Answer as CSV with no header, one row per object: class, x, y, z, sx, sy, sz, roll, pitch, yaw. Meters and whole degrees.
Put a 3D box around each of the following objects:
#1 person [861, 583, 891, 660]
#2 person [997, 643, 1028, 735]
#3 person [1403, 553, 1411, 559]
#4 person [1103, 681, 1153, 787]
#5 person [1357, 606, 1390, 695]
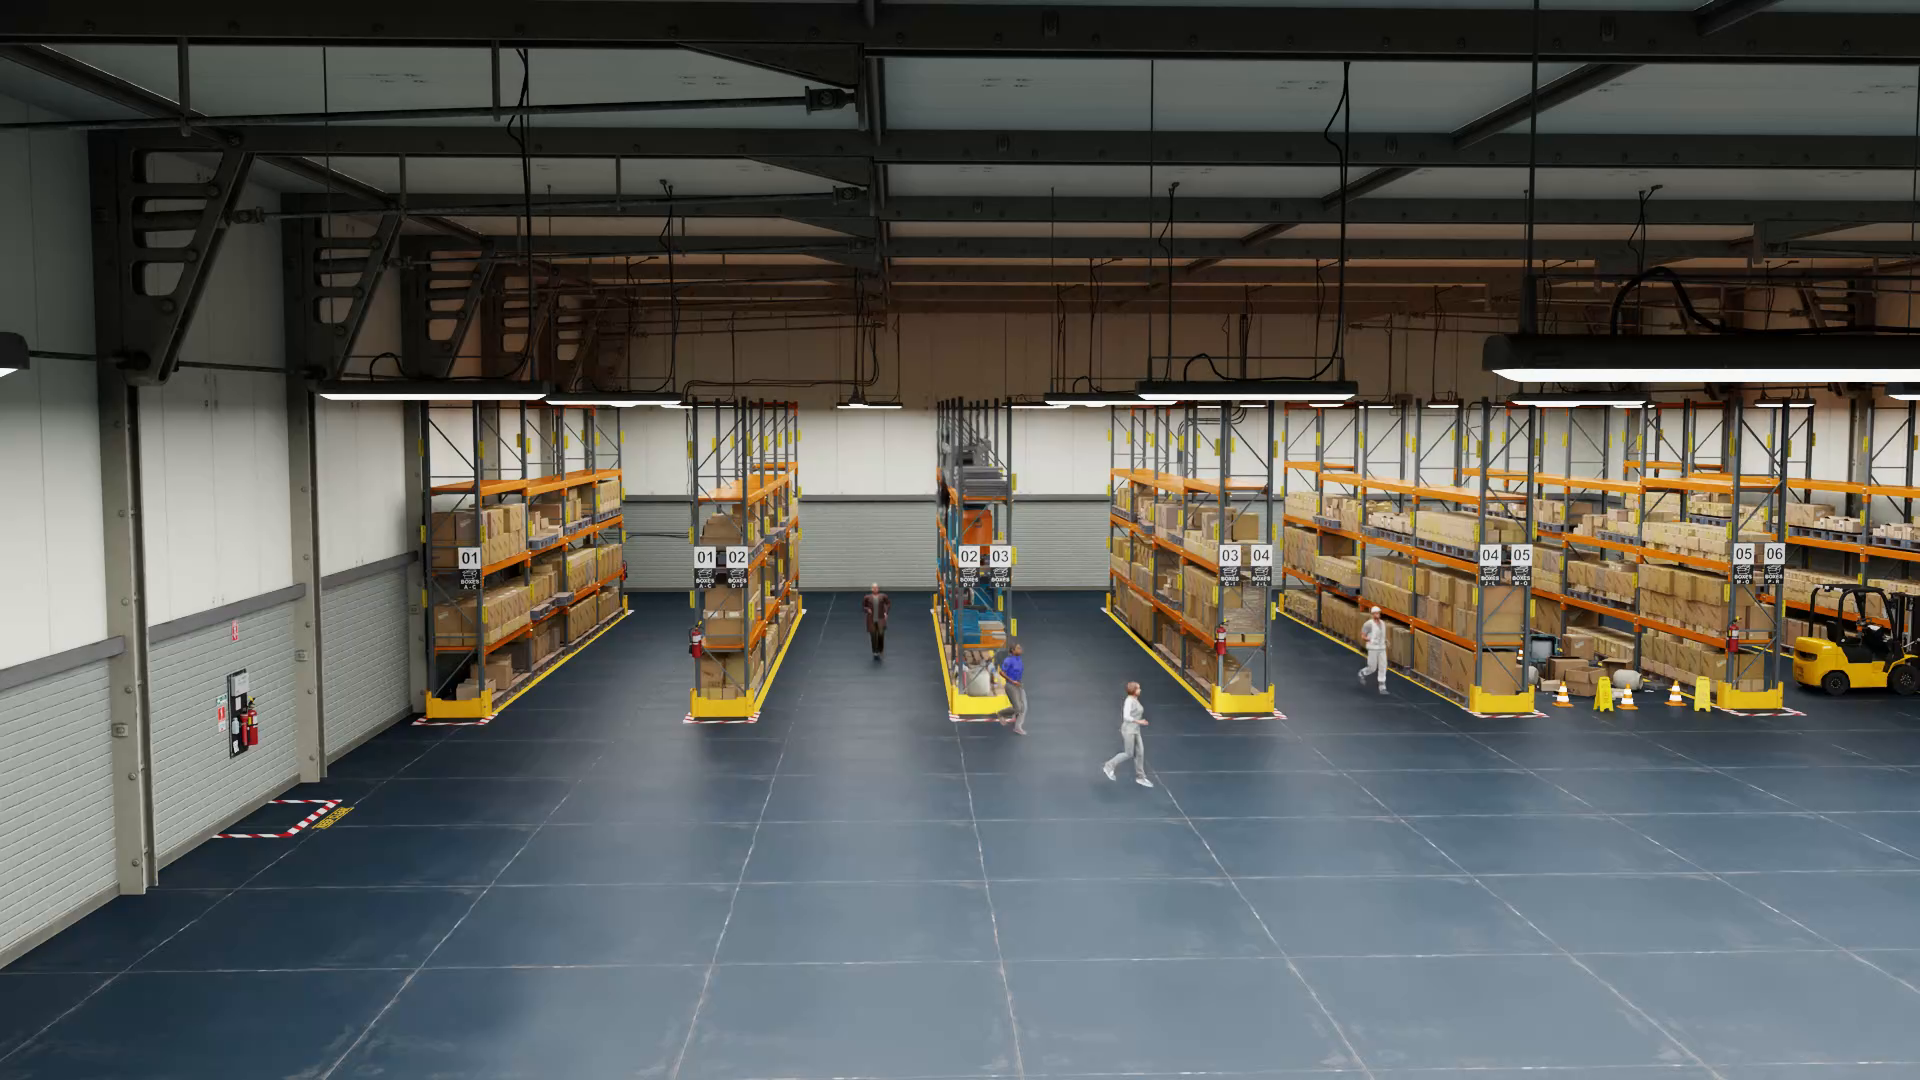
person,-1.933,1.888,38.342,0.681,1.796,0.774,0,4,-2
person,0.941,2.639,29.654,0.612,1.635,0.614,3,6,38
person,13.230,1.104,49.254,0.460,1.656,0.644,0,4,-2
person,2.588,2.971,25.480,0.774,1.585,0.563,2,5,21
person,8.424,2.223,33.666,0.658,1.768,0.971,-2,5,-22
